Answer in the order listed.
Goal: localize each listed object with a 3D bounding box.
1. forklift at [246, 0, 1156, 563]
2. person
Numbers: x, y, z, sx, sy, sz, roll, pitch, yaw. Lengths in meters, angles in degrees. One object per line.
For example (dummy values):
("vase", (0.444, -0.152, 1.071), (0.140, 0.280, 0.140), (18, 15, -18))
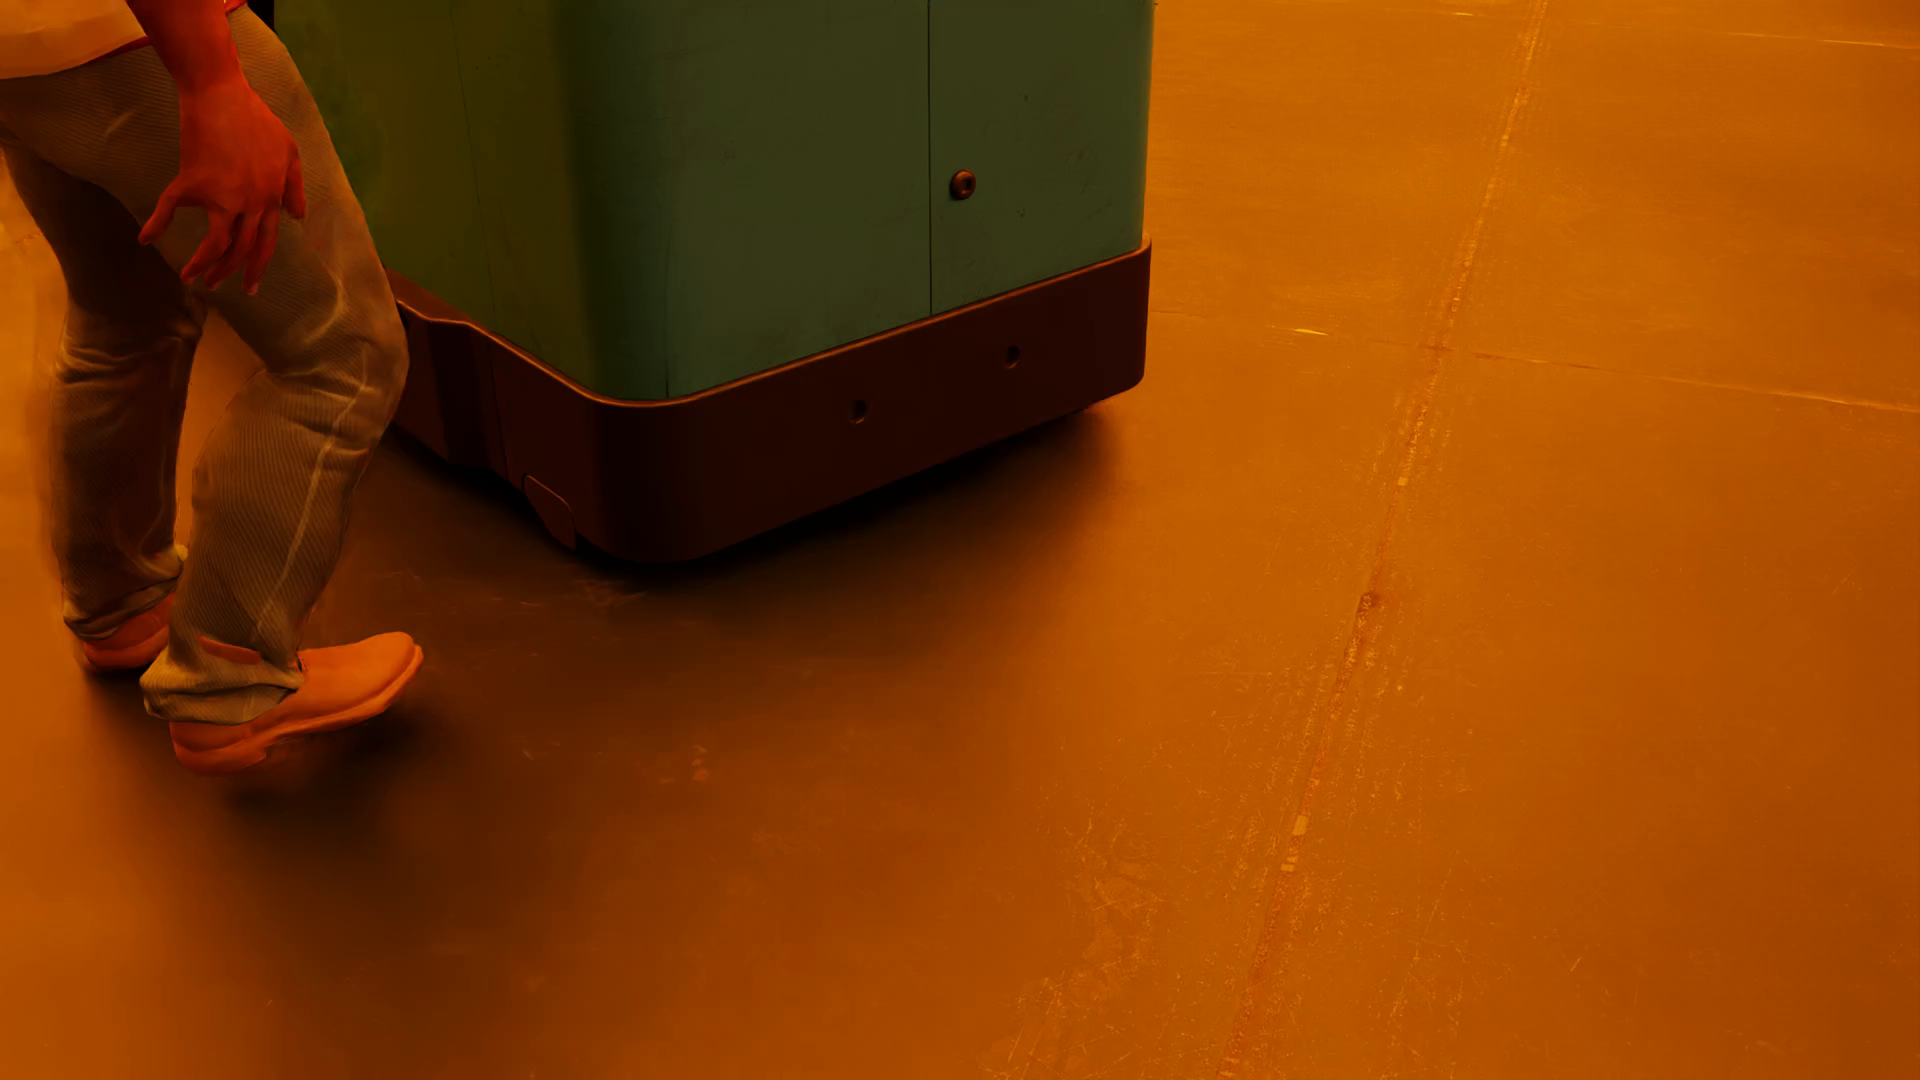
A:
("forklift", (-1.031, -1.890, 2.862), (1.130, 2.935, 3.031), (-23, 37, -35))
("person", (-0.849, -0.556, 1.723), (0.440, 1.737, 0.805), (-25, 38, -36))
